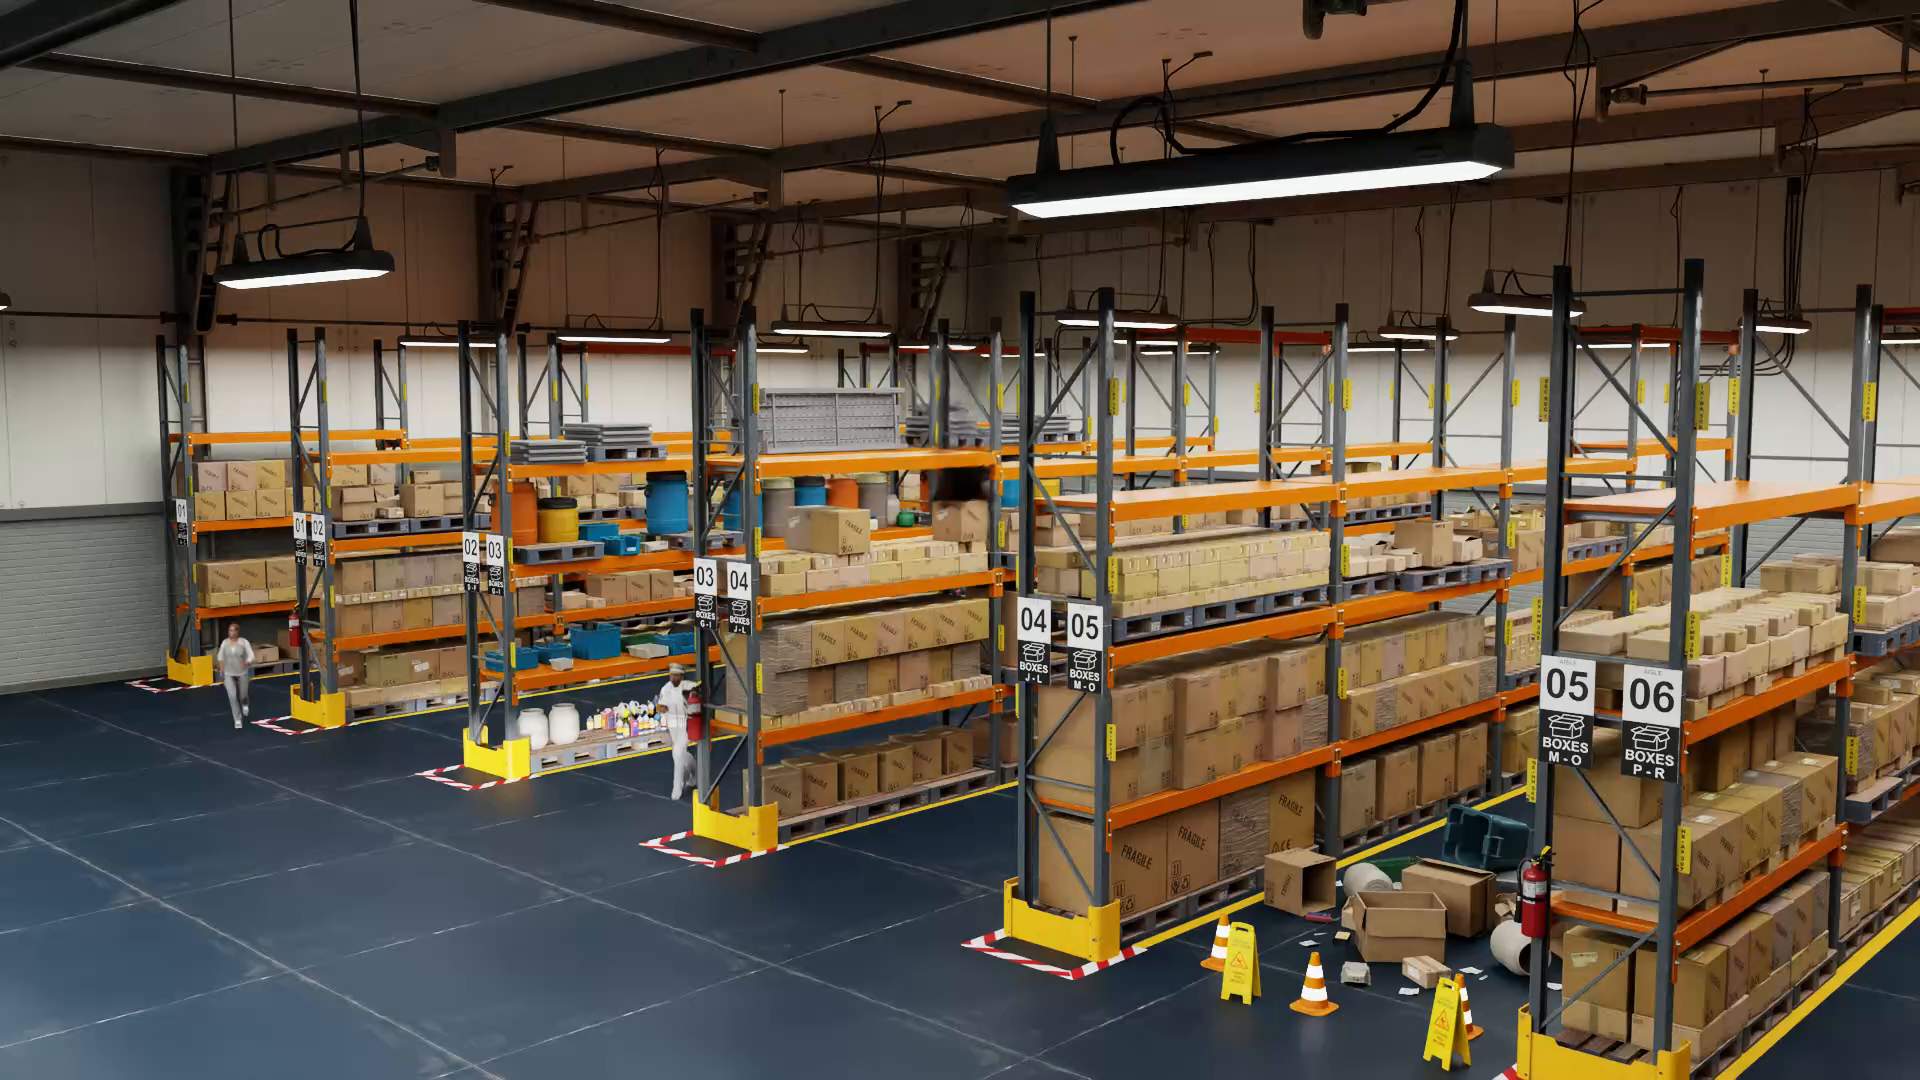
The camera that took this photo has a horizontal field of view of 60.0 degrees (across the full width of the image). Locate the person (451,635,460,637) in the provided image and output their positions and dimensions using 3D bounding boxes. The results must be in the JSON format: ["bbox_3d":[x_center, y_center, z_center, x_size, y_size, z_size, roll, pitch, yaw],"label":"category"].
[{"bbox_3d":[-8.935,1.431,30.081,0.652,1.805,0.983,4,7,35],"label":"person"}]

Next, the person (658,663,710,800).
[{"bbox_3d":[-3.479,2.372,20.941,0.598,1.721,0.835,2,6,17],"label":"person"}]

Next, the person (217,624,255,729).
[{"bbox_3d":[-10.919,2.030,25.089,0.536,1.562,0.678,-2,6,-16],"label":"person"}]
